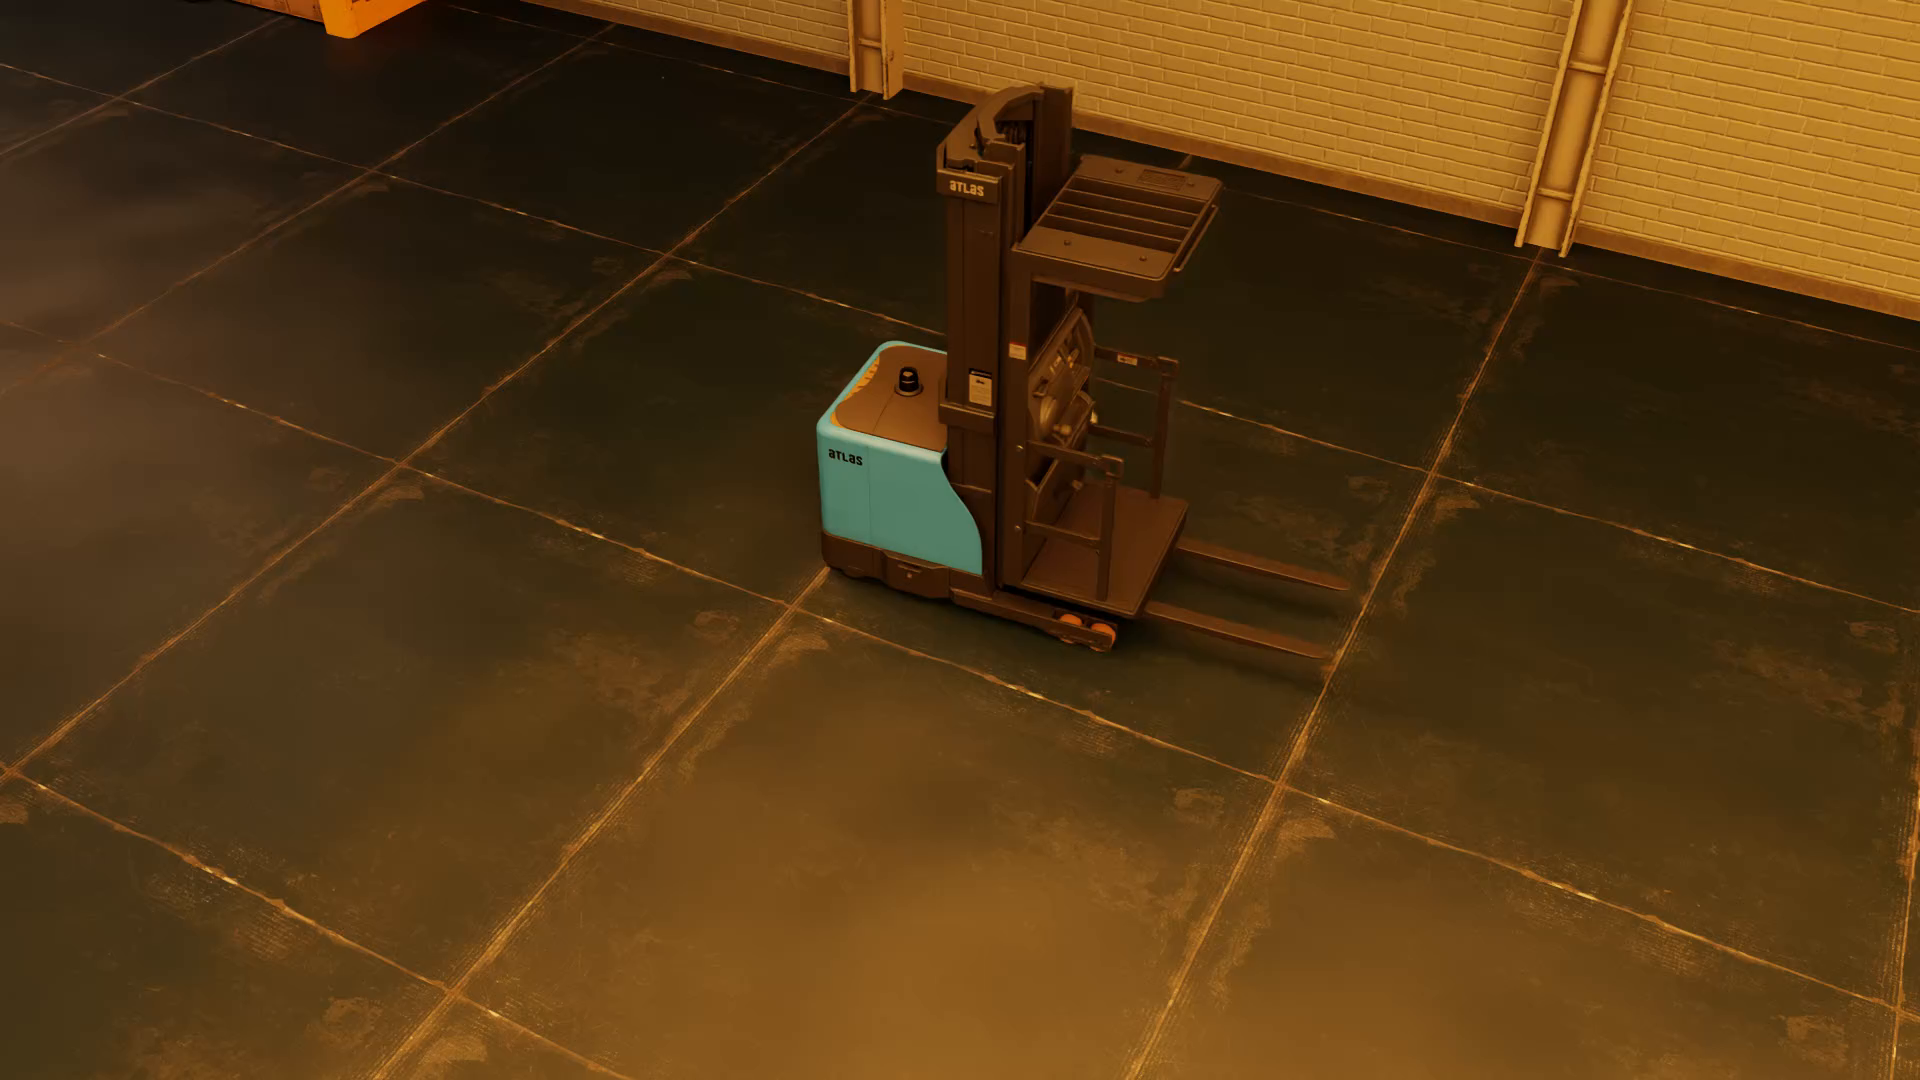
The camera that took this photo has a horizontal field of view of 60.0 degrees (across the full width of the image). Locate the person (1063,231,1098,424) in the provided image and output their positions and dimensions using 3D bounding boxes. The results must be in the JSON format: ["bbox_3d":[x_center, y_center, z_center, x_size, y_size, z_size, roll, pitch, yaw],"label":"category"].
[{"bbox_3d":[0.711,-1.382,10.777,0.836,1.432,0.916,-5,40,-6],"label":"person"}]

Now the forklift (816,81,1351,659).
[{"bbox_3d":[0.736,-0.873,9.023,3.031,2.935,1.130,15,42,17],"label":"forklift"}]
